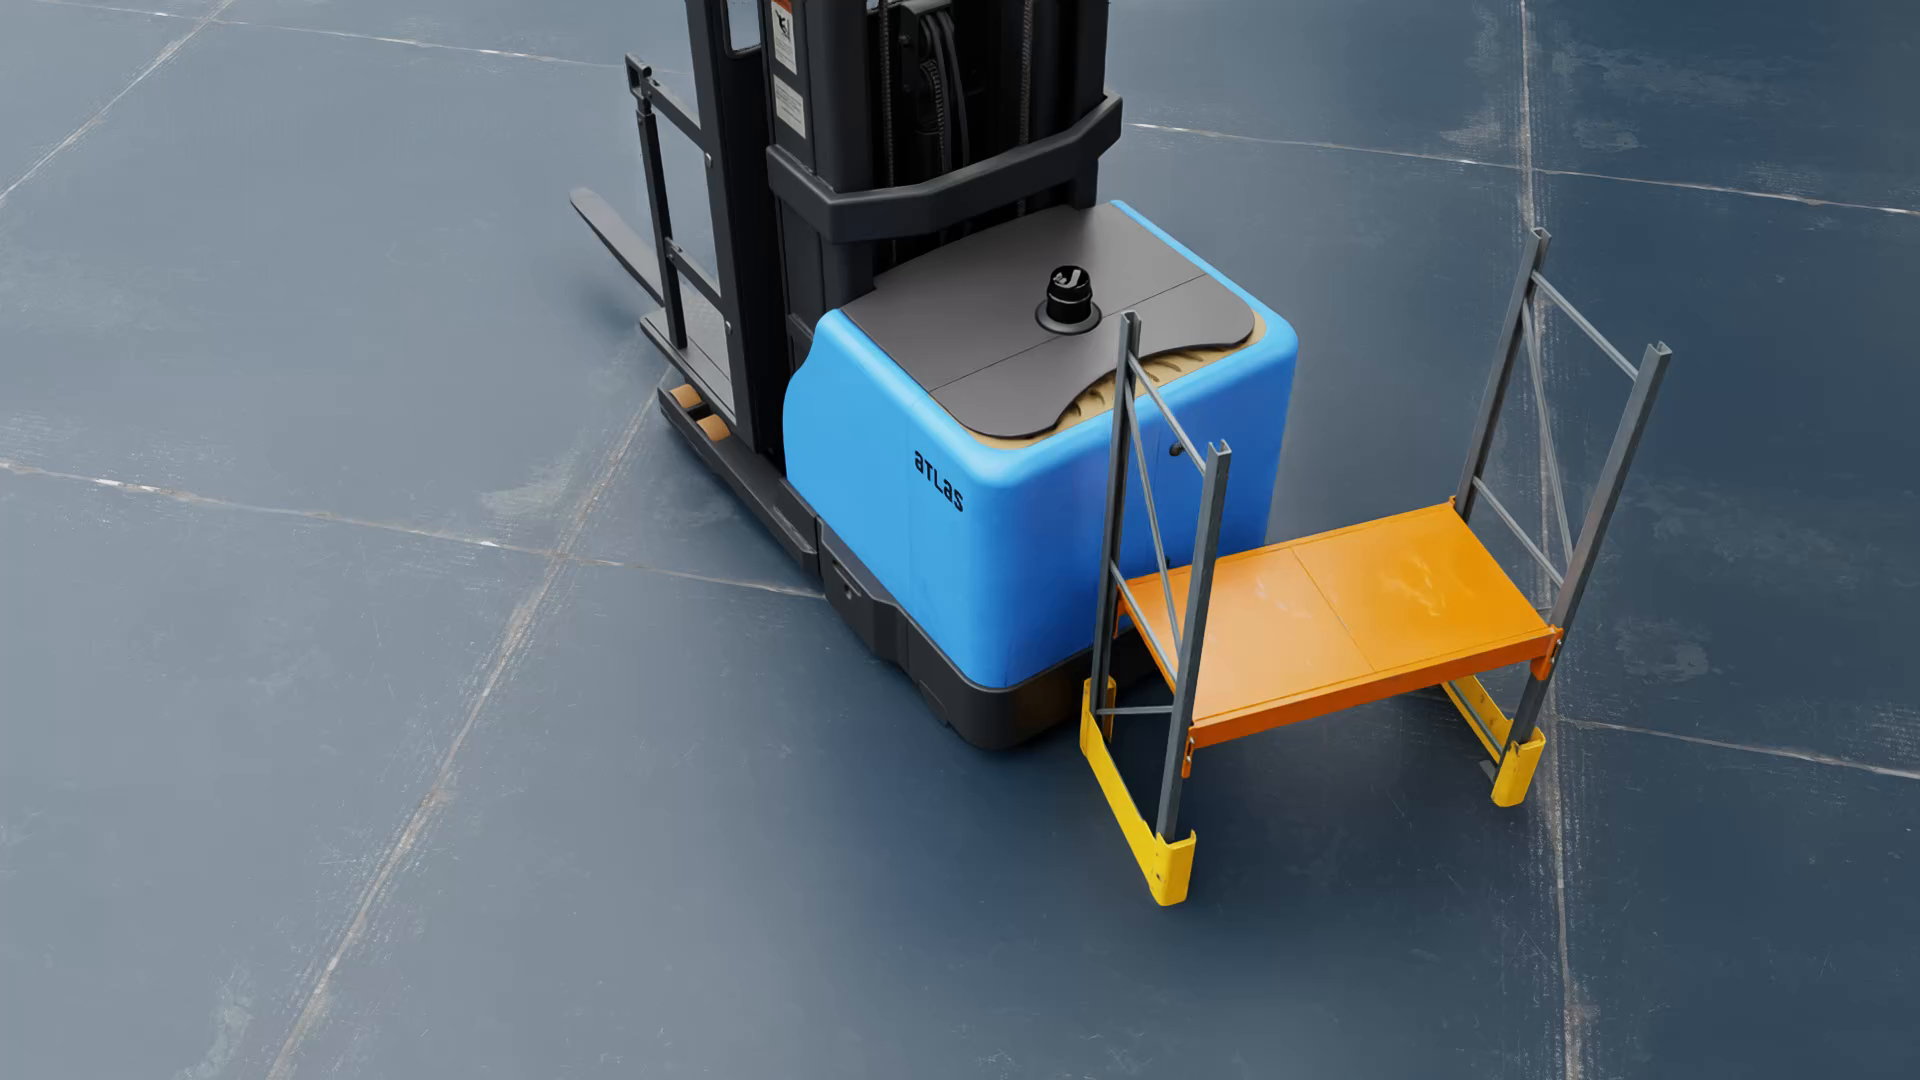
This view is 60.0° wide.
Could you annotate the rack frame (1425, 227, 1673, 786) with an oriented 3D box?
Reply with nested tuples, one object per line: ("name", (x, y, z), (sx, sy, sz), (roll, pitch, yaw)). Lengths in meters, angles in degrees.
("rack frame", (1.407, -0.015, 4.184), (0.032, 1.500, 0.500), (-13, 45, -13))

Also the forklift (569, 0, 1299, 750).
("forklift", (-0.352, -1.473, 4.667), (1.130, 2.935, 3.031), (-25, 49, -24))

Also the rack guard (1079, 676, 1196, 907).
("rack guard", (0.460, 0.653, 4.391), (0.087, 0.250, 0.587), (-13, 45, -13))

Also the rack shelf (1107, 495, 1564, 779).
("rack shelf", (0.924, 0.226, 4.193), (1.000, 0.185, 0.538), (-13, 45, -13))

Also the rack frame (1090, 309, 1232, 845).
("rack frame", (0.442, 0.207, 3.953), (0.032, 1.500, 0.500), (-13, 45, -13))

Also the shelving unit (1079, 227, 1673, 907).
("shelving unit", (0.933, 0.094, 4.071), (1.083, 1.500, 0.587), (-13, 45, -13))

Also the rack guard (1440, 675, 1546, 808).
("rack guard", (1.405, 0.436, 4.617), (0.087, 0.250, 0.587), (-13, 45, -13))
